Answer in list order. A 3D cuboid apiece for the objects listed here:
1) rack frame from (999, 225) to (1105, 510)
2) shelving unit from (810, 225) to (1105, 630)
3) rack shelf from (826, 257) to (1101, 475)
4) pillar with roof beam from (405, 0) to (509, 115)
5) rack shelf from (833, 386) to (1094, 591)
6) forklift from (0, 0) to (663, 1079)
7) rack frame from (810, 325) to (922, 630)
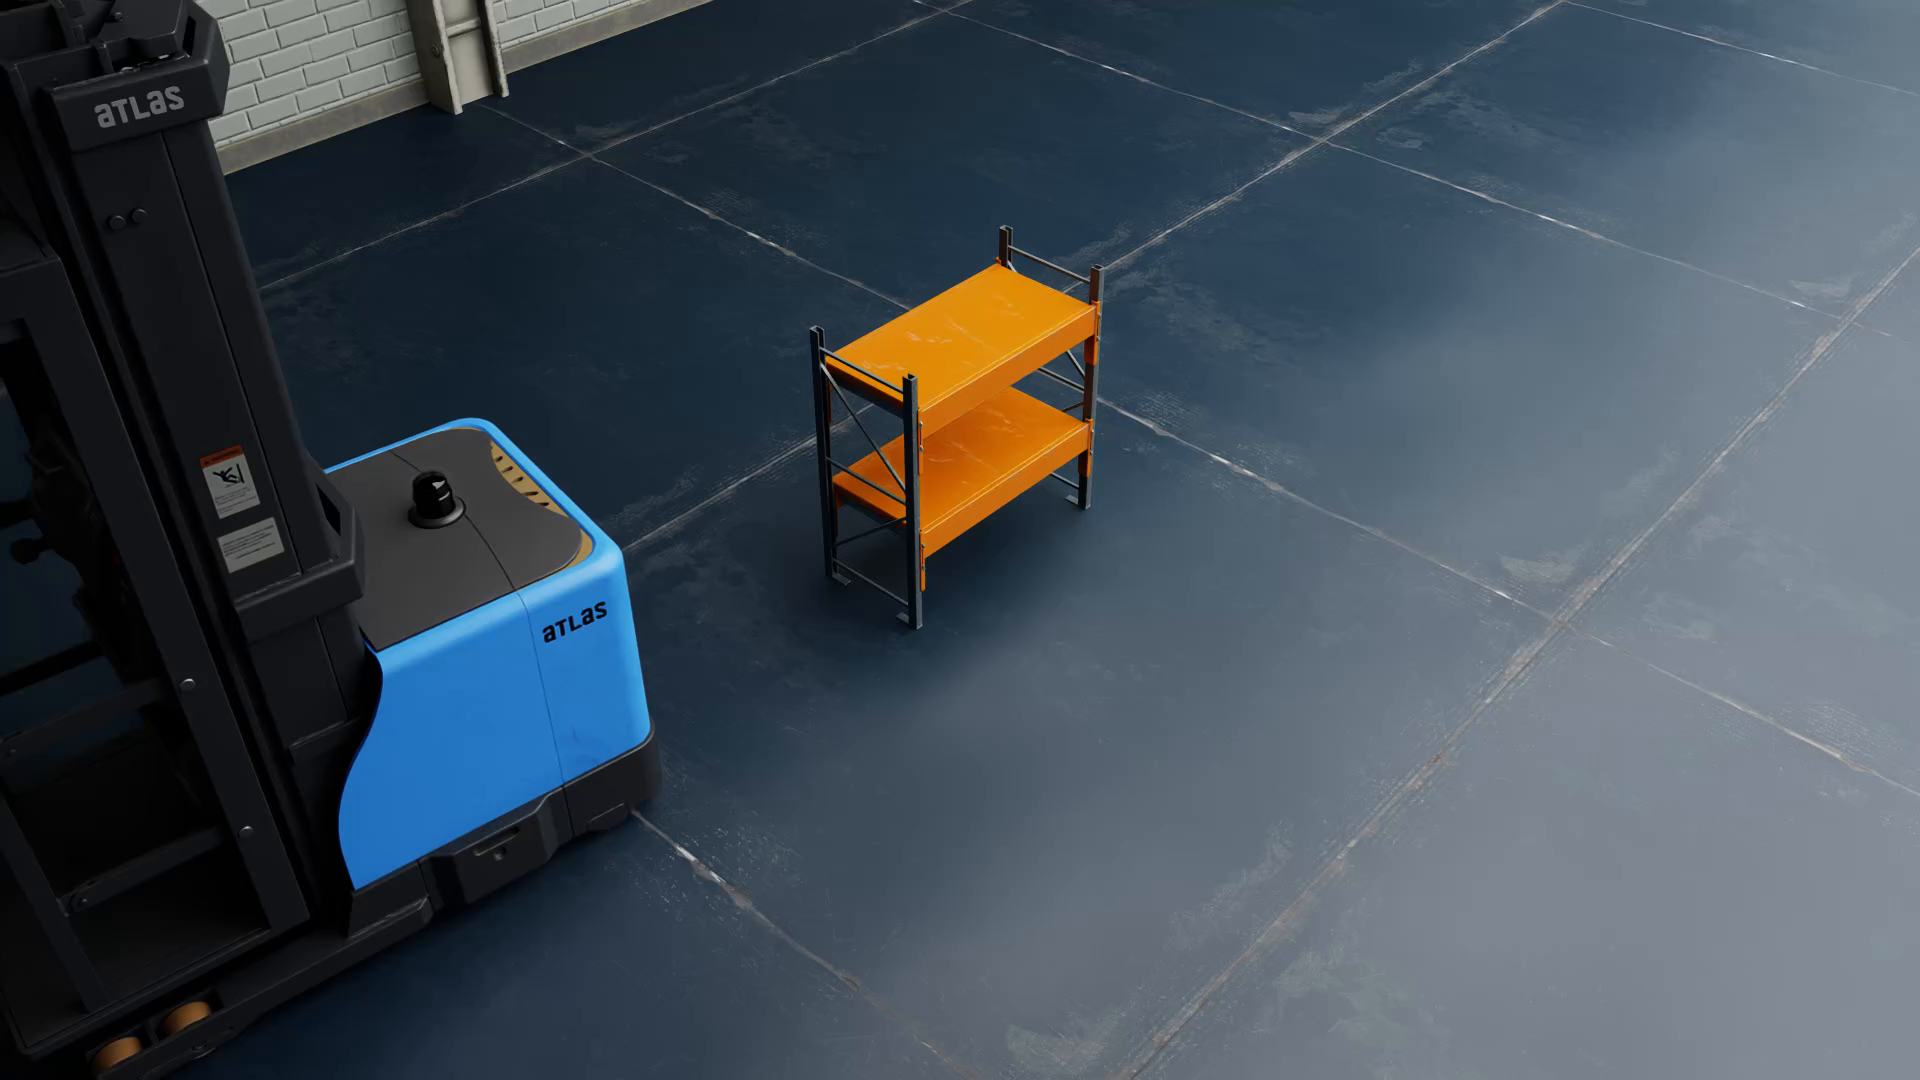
[{"bbox_3d":[0.348,-0.677,6.698,0.500,1.125,0.032,30,47,32],"label":"rack frame"},{"bbox_3d":[0.005,-0.443,6.404,0.538,1.125,1.048,30,47,32],"label":"shelving unit"},{"bbox_3d":[0.005,-0.672,6.222,0.538,0.278,1.000,30,47,32],"label":"rack shelf"},{"bbox_3d":[0.176,-4.414,5.070,9.100,9.000,0.400,30,47,32],"label":"pillar with roof beam"},{"bbox_3d":[0.005,-0.252,6.556,0.538,0.278,1.000,30,47,32],"label":"rack shelf"},{"bbox_3d":[-2.471,0.066,4.312,3.031,2.935,1.130,-26,46,-29],"label":"forklift"},{"bbox_3d":[-0.338,-0.210,6.110,0.500,1.125,0.032,30,47,32],"label":"rack frame"}]
